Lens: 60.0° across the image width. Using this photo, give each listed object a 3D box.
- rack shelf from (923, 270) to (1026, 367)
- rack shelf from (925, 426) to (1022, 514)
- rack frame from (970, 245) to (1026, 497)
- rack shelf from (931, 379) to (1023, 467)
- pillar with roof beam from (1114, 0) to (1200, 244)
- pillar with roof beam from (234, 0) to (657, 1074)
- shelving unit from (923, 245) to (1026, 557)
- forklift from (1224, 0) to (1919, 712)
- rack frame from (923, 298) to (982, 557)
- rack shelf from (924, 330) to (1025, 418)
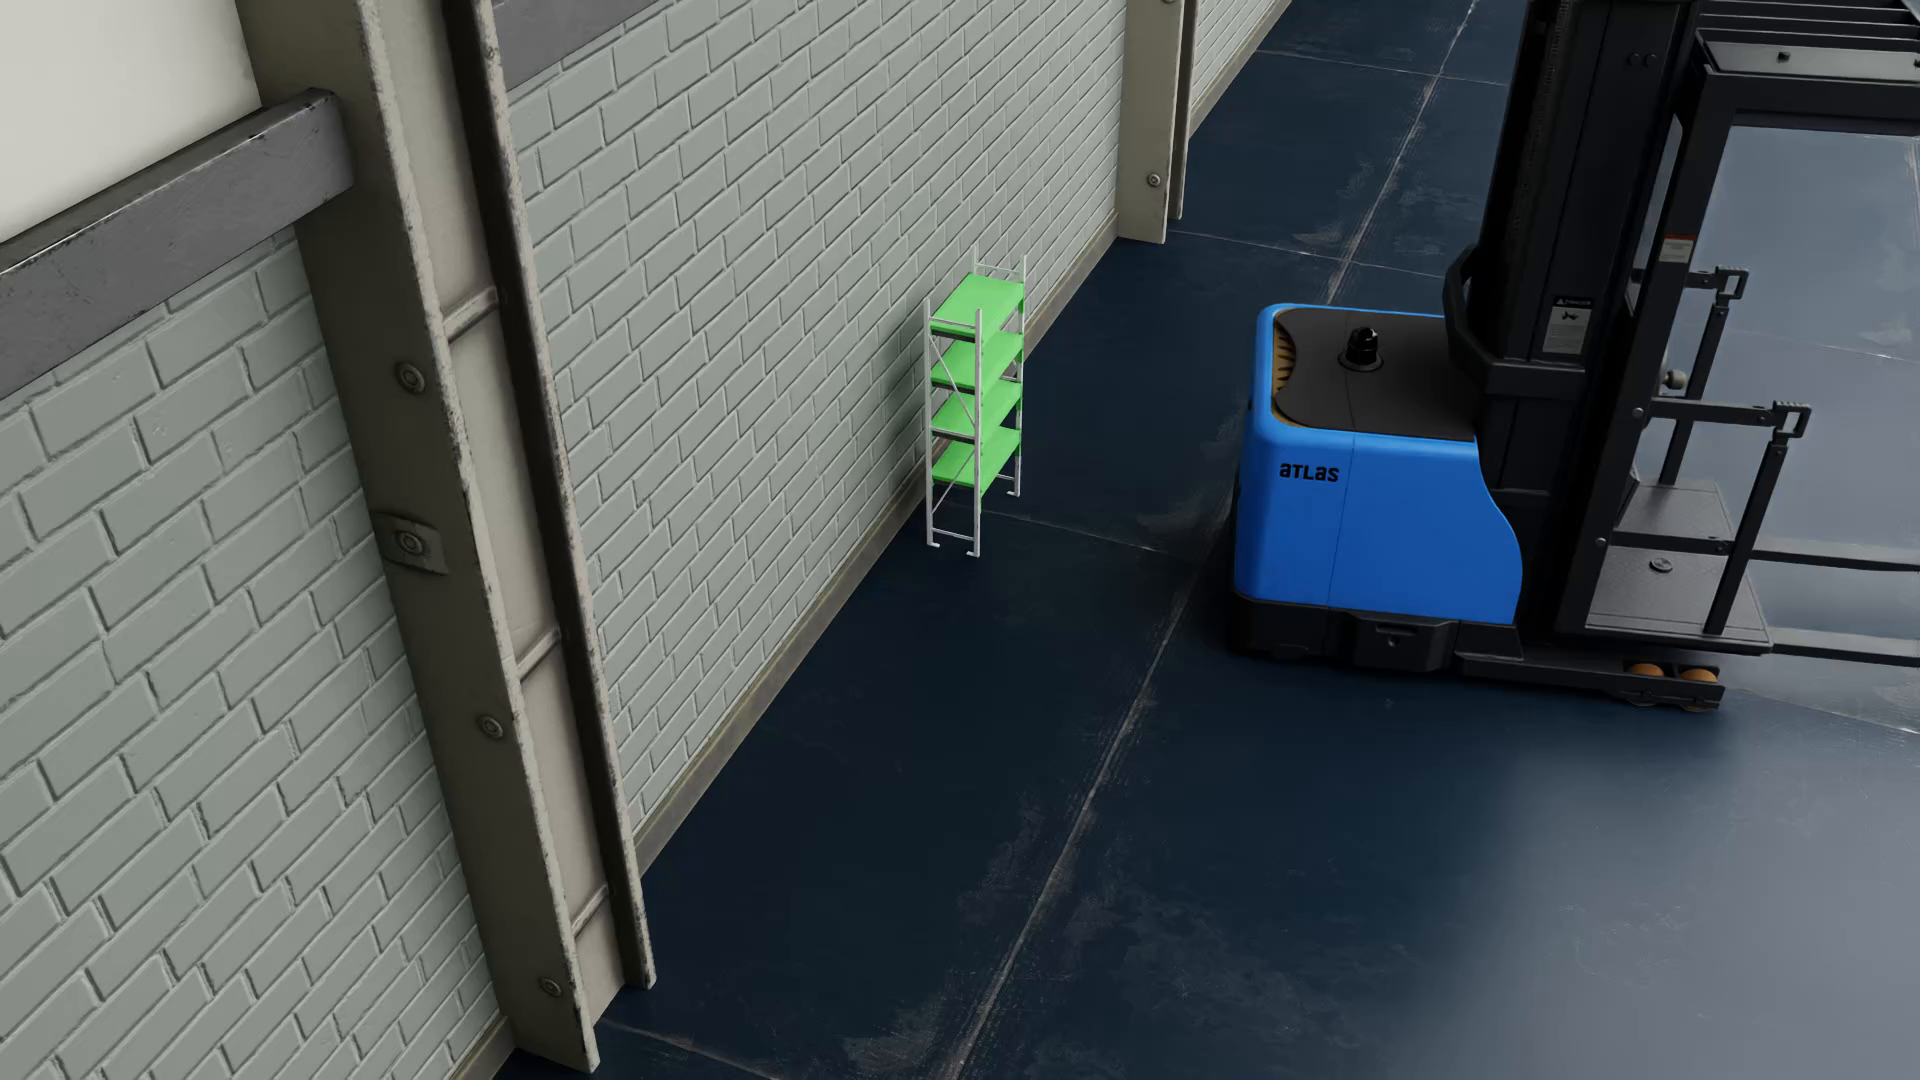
[{"bbox_3d":[0.063,-0.906,6.764,0.258,0.148,0.480,14,39,18],"label":"rack shelf"},{"bbox_3d":[0.063,-0.329,7.195,0.258,0.148,0.480,14,39,18],"label":"rack shelf"},{"bbox_3d":[0.156,-0.707,7.194,0.240,1.200,0.015,14,39,18],"label":"rack frame"},{"bbox_3d":[0.063,-0.521,7.052,0.258,0.148,0.480,14,39,18],"label":"rack shelf"},{"bbox_3d":[5.072,-4.461,5.702,9.100,9.000,0.400,14,39,18],"label":"pillar with roof beam"},{"bbox_3d":[2.789,-1.139,1.257,9.100,9.000,0.400,14,39,18],"label":"pillar with roof beam"},{"bbox_3d":[0.063,-0.572,7.013,0.258,1.200,0.503,14,39,18],"label":"shelving unit"},{"bbox_3d":[2.620,-0.860,5.952,3.031,2.935,1.130,6,37,7],"label":"forklift"},{"bbox_3d":[-0.030,-0.437,6.833,0.240,1.200,0.015,14,39,18],"label":"rack frame"},{"bbox_3d":[0.063,-0.713,6.908,0.258,0.148,0.480,14,39,18],"label":"rack shelf"}]
